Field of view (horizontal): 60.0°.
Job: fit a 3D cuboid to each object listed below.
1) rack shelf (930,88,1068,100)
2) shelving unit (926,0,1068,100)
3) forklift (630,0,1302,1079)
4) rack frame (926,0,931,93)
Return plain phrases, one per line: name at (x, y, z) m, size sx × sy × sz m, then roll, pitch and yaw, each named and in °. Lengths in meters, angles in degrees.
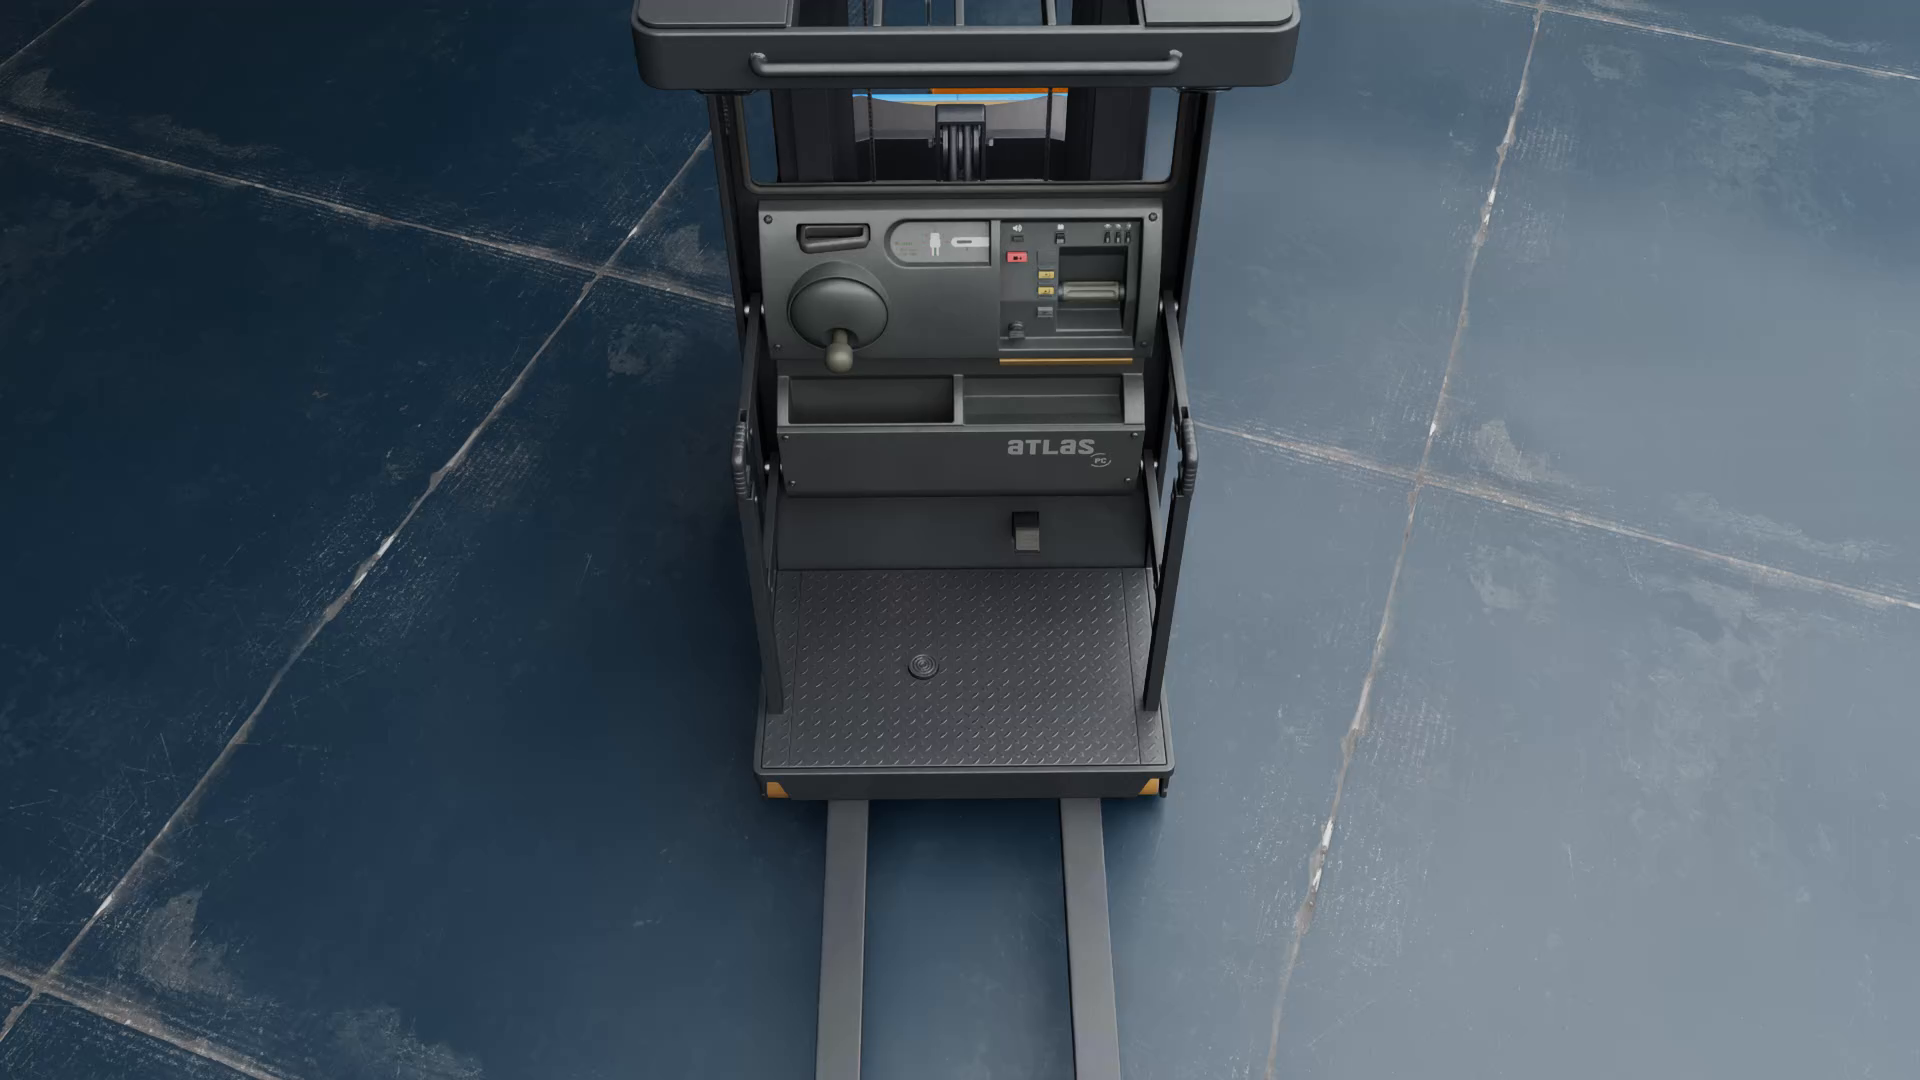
rack shelf at (0.148, -1.438, 5.182) m, size 0.480 × 0.148 × 0.258 m, roll 0°, pitch 49°, yaw 0°
shelving unit at (0.148, -1.180, 5.479) m, size 0.503 × 1.200 × 0.258 m, roll 0°, pitch 49°, yaw 0°
forklift at (0.006, -0.490, 3.735) m, size 1.130 × 2.935 × 3.031 m, roll 0°, pitch 49°, yaw 0°
rack frame at (-0.096, -1.178, 5.477) m, size 0.015 × 1.200 × 0.240 m, roll 0°, pitch 49°, yaw 0°
